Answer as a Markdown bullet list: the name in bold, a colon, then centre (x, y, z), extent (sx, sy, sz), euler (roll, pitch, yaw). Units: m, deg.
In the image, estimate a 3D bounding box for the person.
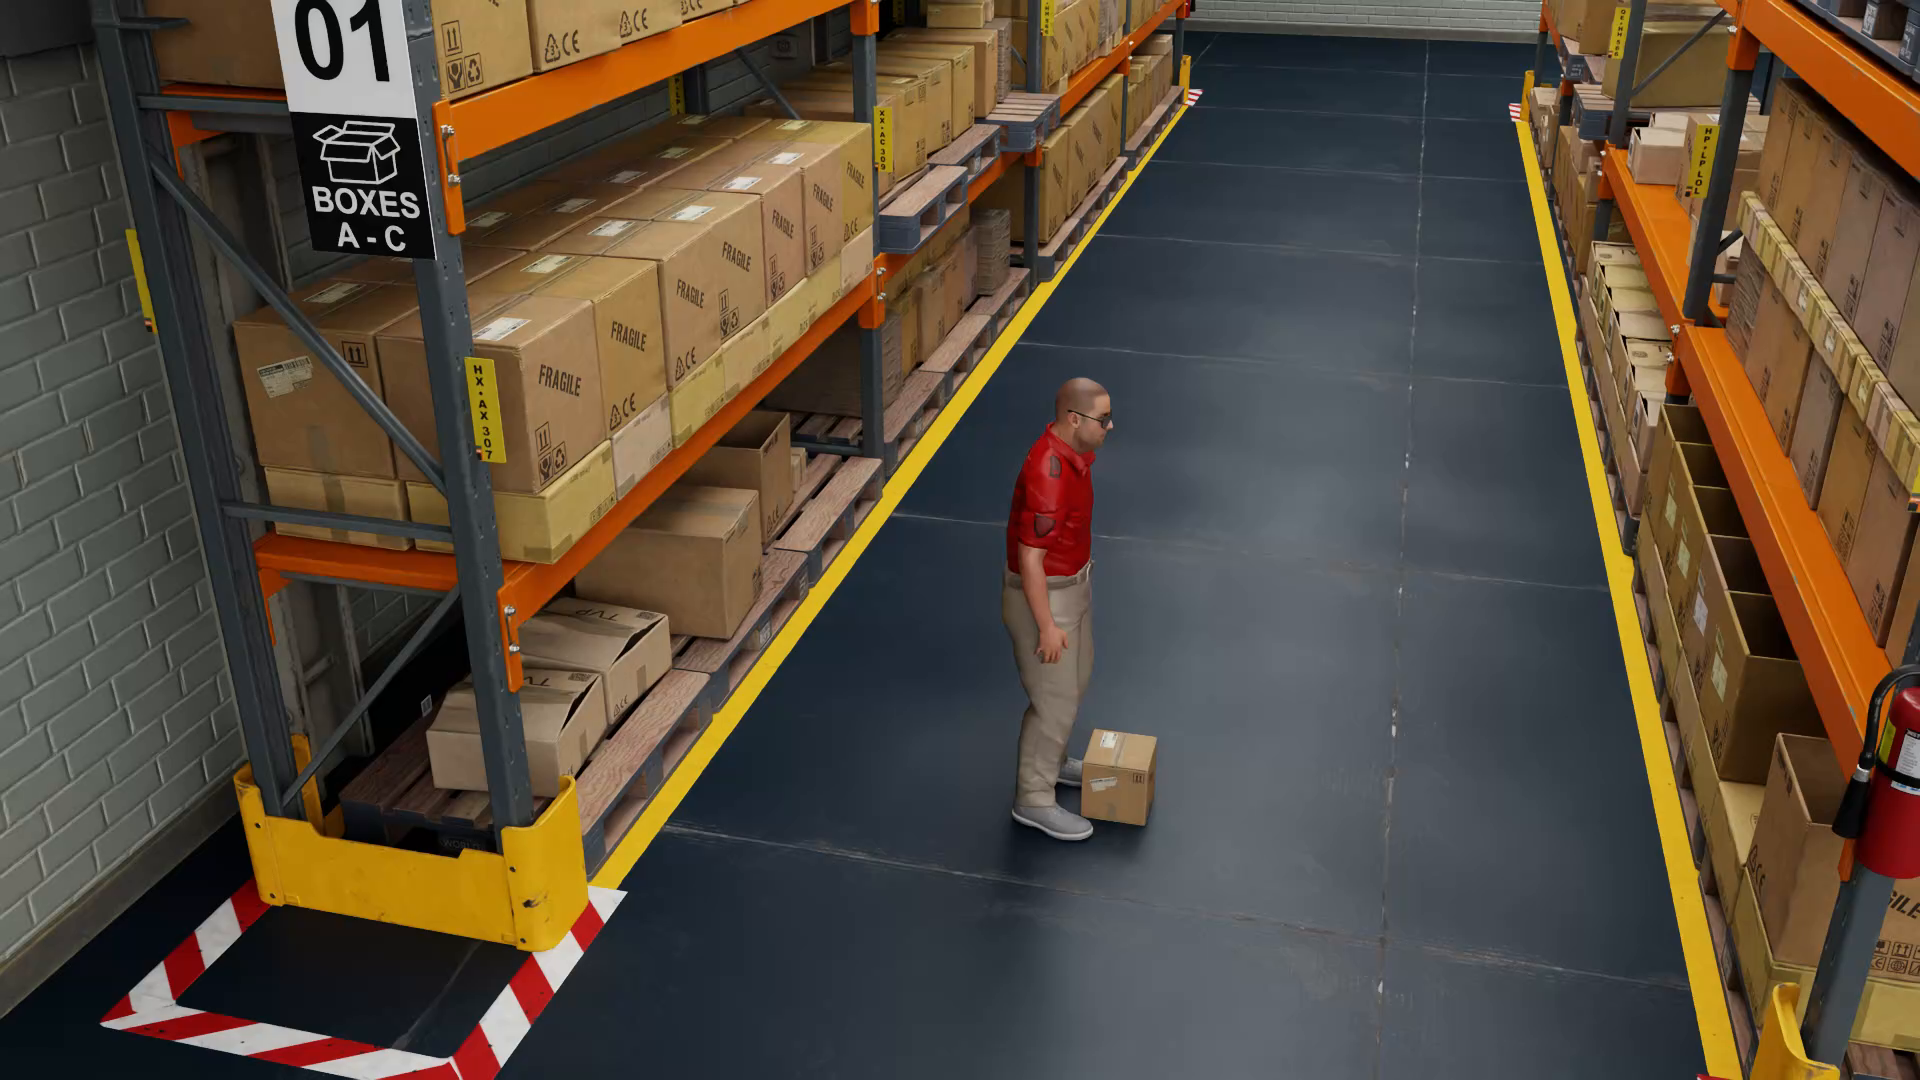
- **person**: centre (0.364, 0.223, 6.149), extent (0.396, 1.726, 0.585), euler (6, 26, 13)
